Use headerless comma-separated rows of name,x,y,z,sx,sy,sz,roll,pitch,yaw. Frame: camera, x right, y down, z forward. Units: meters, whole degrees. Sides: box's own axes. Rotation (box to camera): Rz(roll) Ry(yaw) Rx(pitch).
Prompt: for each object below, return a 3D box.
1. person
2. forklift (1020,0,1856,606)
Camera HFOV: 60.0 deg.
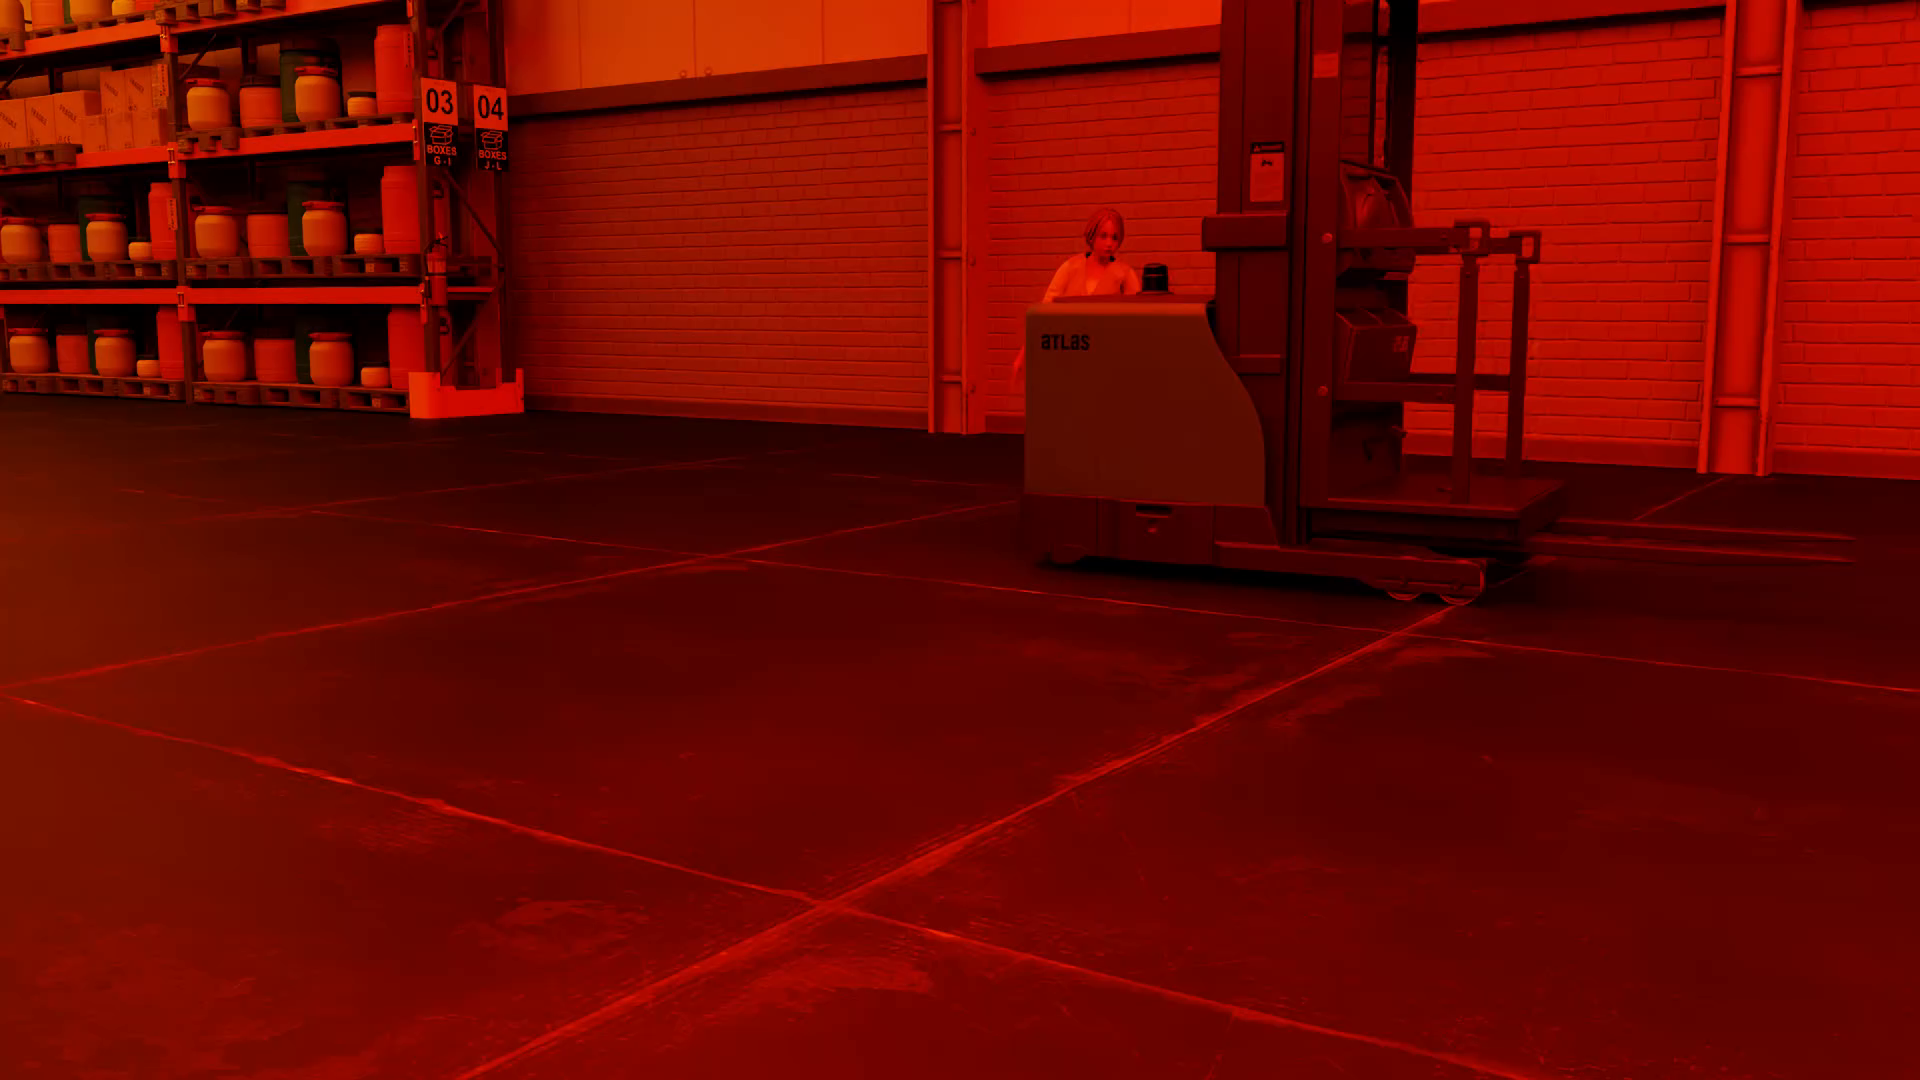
person,0.608,-0.808,8.008,0.744,1.501,0.446,2,8,15
forklift,1.790,-1.301,6.341,3.031,2.935,1.130,4,9,28
